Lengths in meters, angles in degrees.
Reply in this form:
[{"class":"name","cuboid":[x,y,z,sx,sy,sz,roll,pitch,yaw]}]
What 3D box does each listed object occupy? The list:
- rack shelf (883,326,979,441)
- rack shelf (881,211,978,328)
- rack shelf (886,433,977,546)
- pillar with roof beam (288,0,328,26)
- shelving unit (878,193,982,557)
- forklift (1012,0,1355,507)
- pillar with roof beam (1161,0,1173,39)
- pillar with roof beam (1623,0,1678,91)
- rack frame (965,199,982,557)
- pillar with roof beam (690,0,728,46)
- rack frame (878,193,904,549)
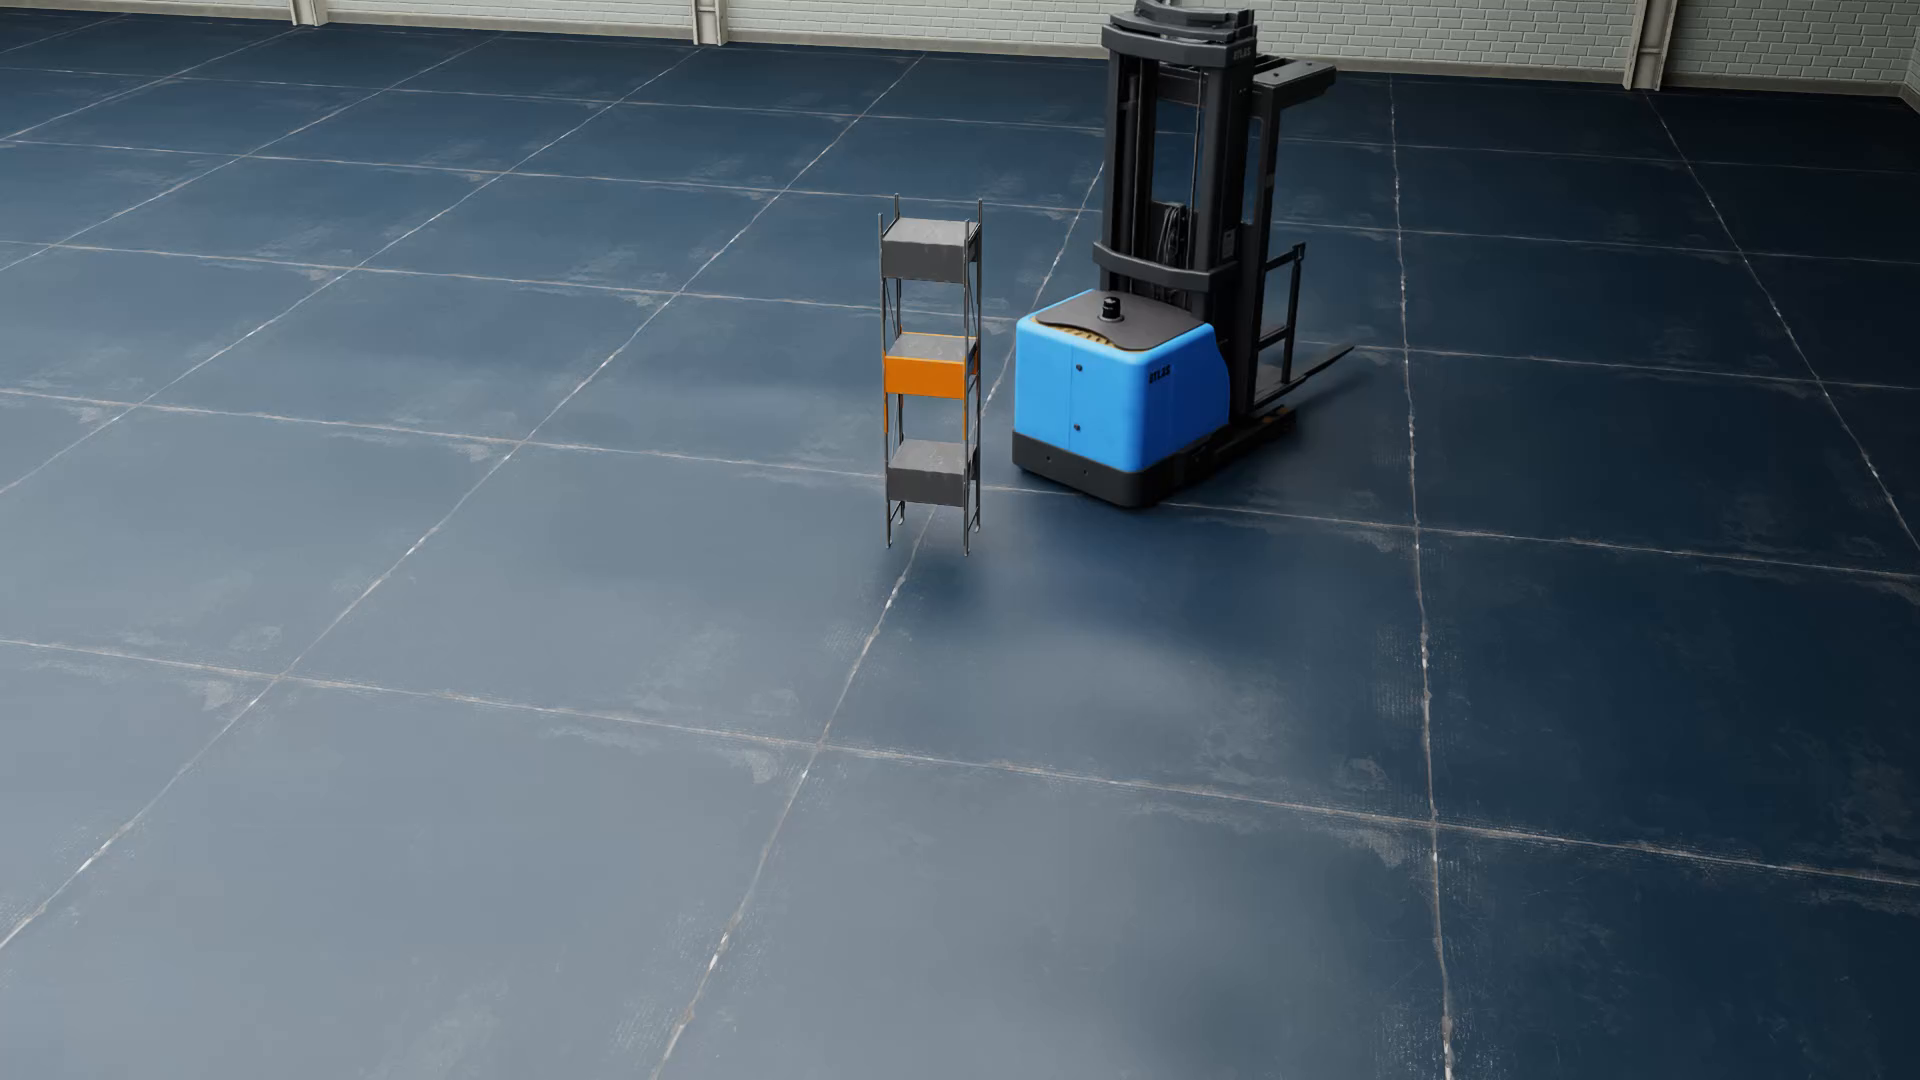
[{"class":"rack shelf","cuboid":[-0.162,-0.926,9.783,0.480,0.518,0.431,6,29,11]},{"class":"rack shelf","cuboid":[-0.162,-1.540,9.447,0.480,0.518,0.431,6,29,11]},{"class":"rack shelf","cuboid":[-0.162,-0.312,10.119,0.480,0.518,0.431,6,29,11]},{"class":"pillar with roof beam","cuboid":[-10.146,-9.291,17.849,0.400,9.000,9.100,6,29,11]},{"class":"shelving unit","cuboid":[-0.162,-0.938,9.776,0.503,2.100,0.431,6,29,11]},{"class":"forklift","cuboid":[1.702,-2.119,11.069,1.130,2.935,3.031,23,36,36]},{"class":"pillar with roof beam","cuboid":[1.590,-8.087,15.651,0.400,9.000,9.100,6,29,11]},{"class":"pillar with roof beam","cuboid":[7.457,-7.486,14.552,0.400,9.000,9.100,6,29,11]},{"class":"rack frame","cuboid":[0.077,-0.913,9.731,0.015,2.100,0.400,6,29,11]},{"class":"pillar with roof beam","cuboid":[-4.278,-8.689,16.750,0.400,9.000,9.100,6,29,11]},{"class":"rack frame","cuboid":[-0.401,-0.962,9.821,0.015,2.100,0.400,6,29,11]}]
